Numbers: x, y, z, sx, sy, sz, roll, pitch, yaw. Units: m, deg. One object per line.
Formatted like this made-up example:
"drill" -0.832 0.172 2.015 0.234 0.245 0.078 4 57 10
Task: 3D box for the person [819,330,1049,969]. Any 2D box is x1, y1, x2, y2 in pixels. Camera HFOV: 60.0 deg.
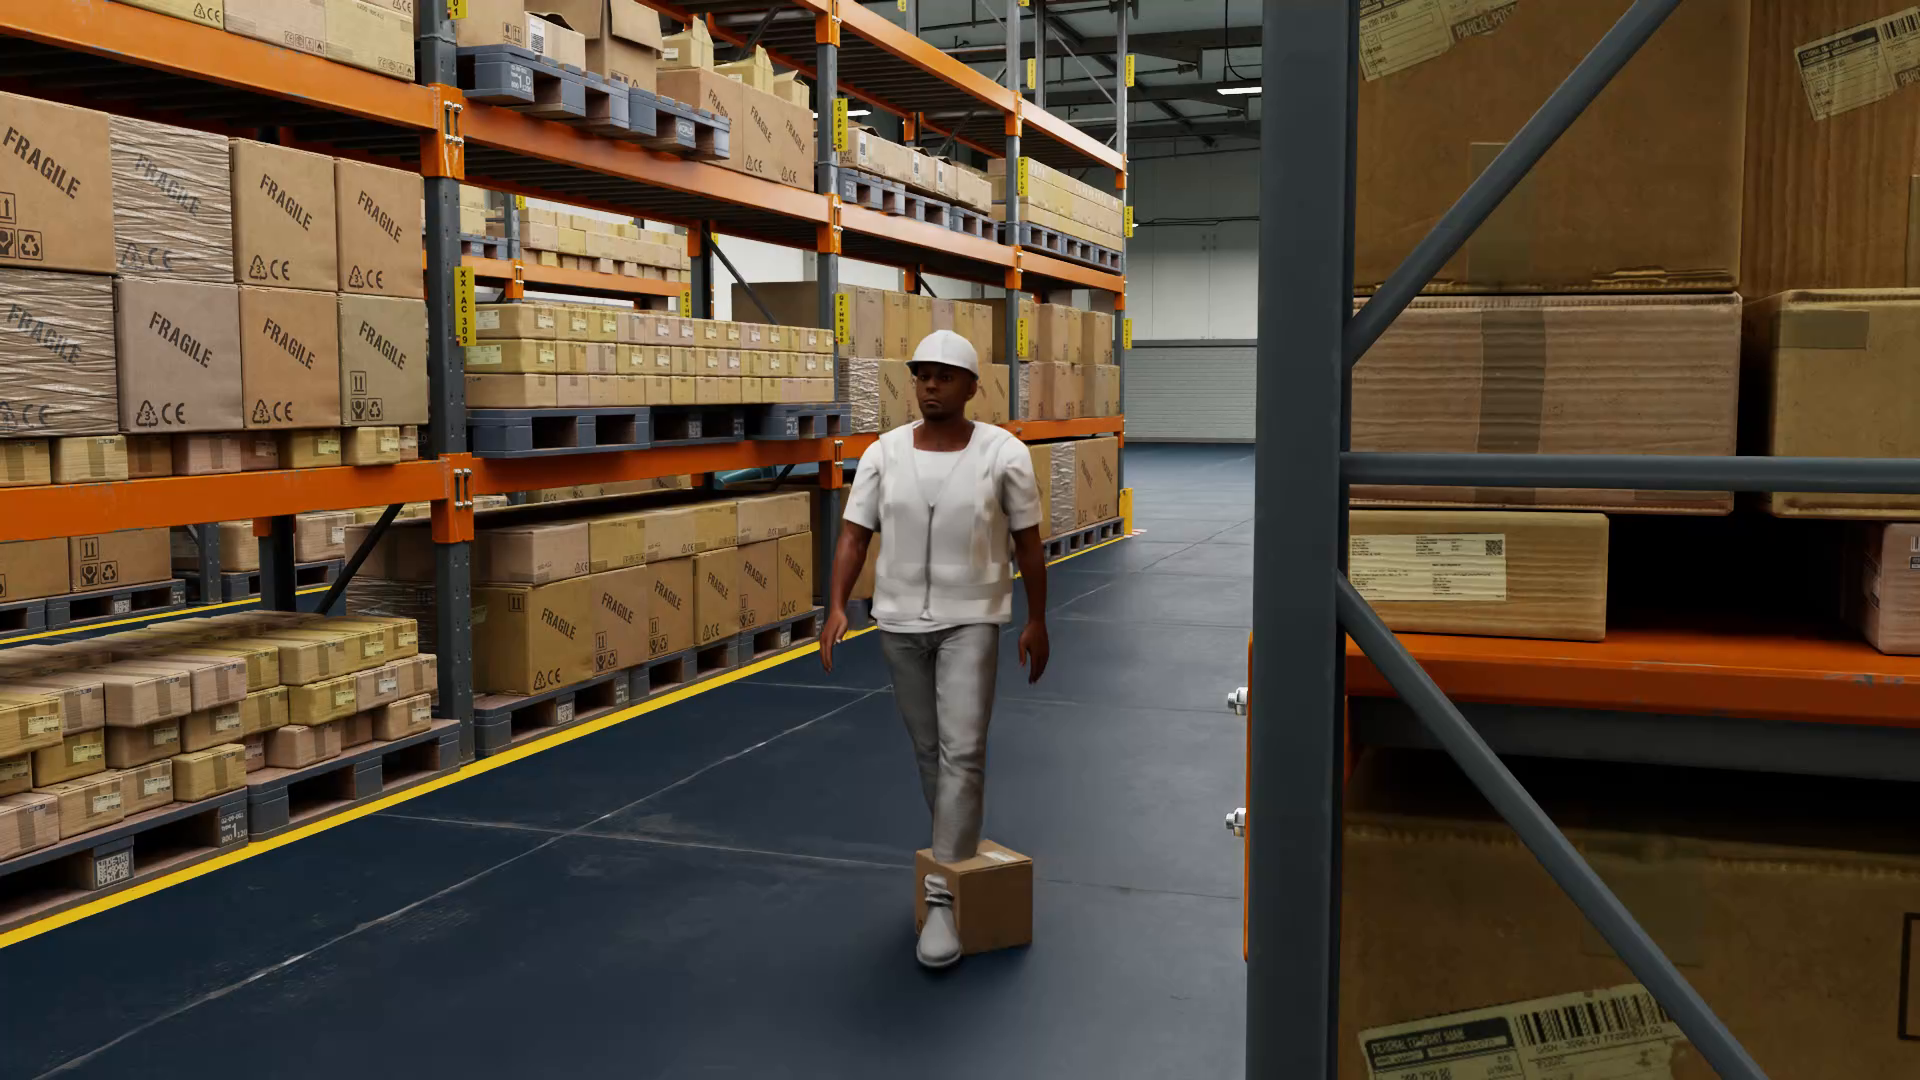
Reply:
"person" -0.091 0.257 4.919 0.614 1.751 0.889 2 5 17
